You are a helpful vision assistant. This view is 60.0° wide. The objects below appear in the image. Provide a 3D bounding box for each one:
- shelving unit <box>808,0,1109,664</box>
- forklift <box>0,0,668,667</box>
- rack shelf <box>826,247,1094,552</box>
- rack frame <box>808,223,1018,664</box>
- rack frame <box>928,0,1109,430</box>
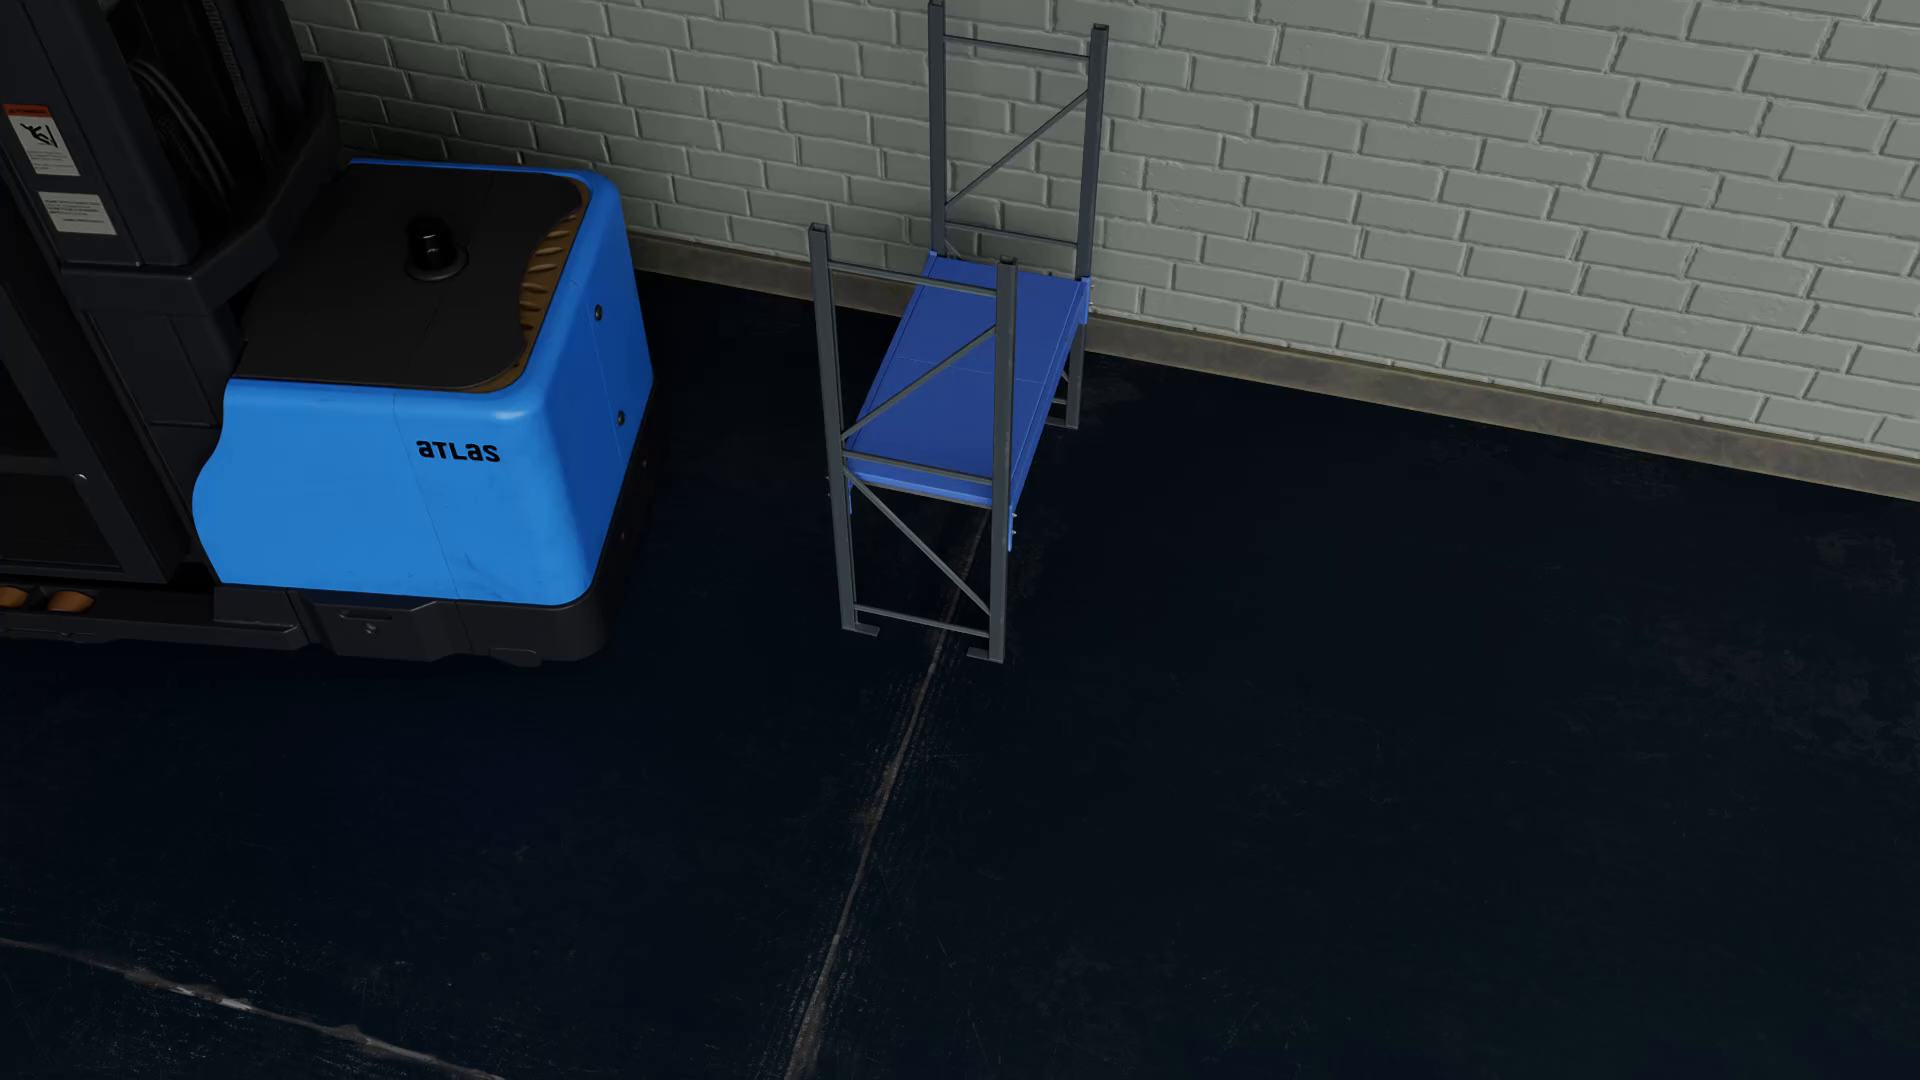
[{"bbox_3d":[0.022,-0.558,4.742,0.538,1.500,1.048,12,50,10],"label":"shelving unit"},{"bbox_3d":[-2.506,-1.054,4.226,3.031,2.935,1.130,4,49,3],"label":"forklift"},{"bbox_3d":[0.022,-0.439,4.877,0.538,0.185,1.000,12,50,10],"label":"rack shelf"},{"bbox_3d":[-0.111,-0.190,4.418,0.500,1.500,0.032,12,50,10],"label":"rack frame"},{"bbox_3d":[0.156,-0.926,5.067,0.500,1.500,0.032,12,50,10],"label":"rack frame"}]
